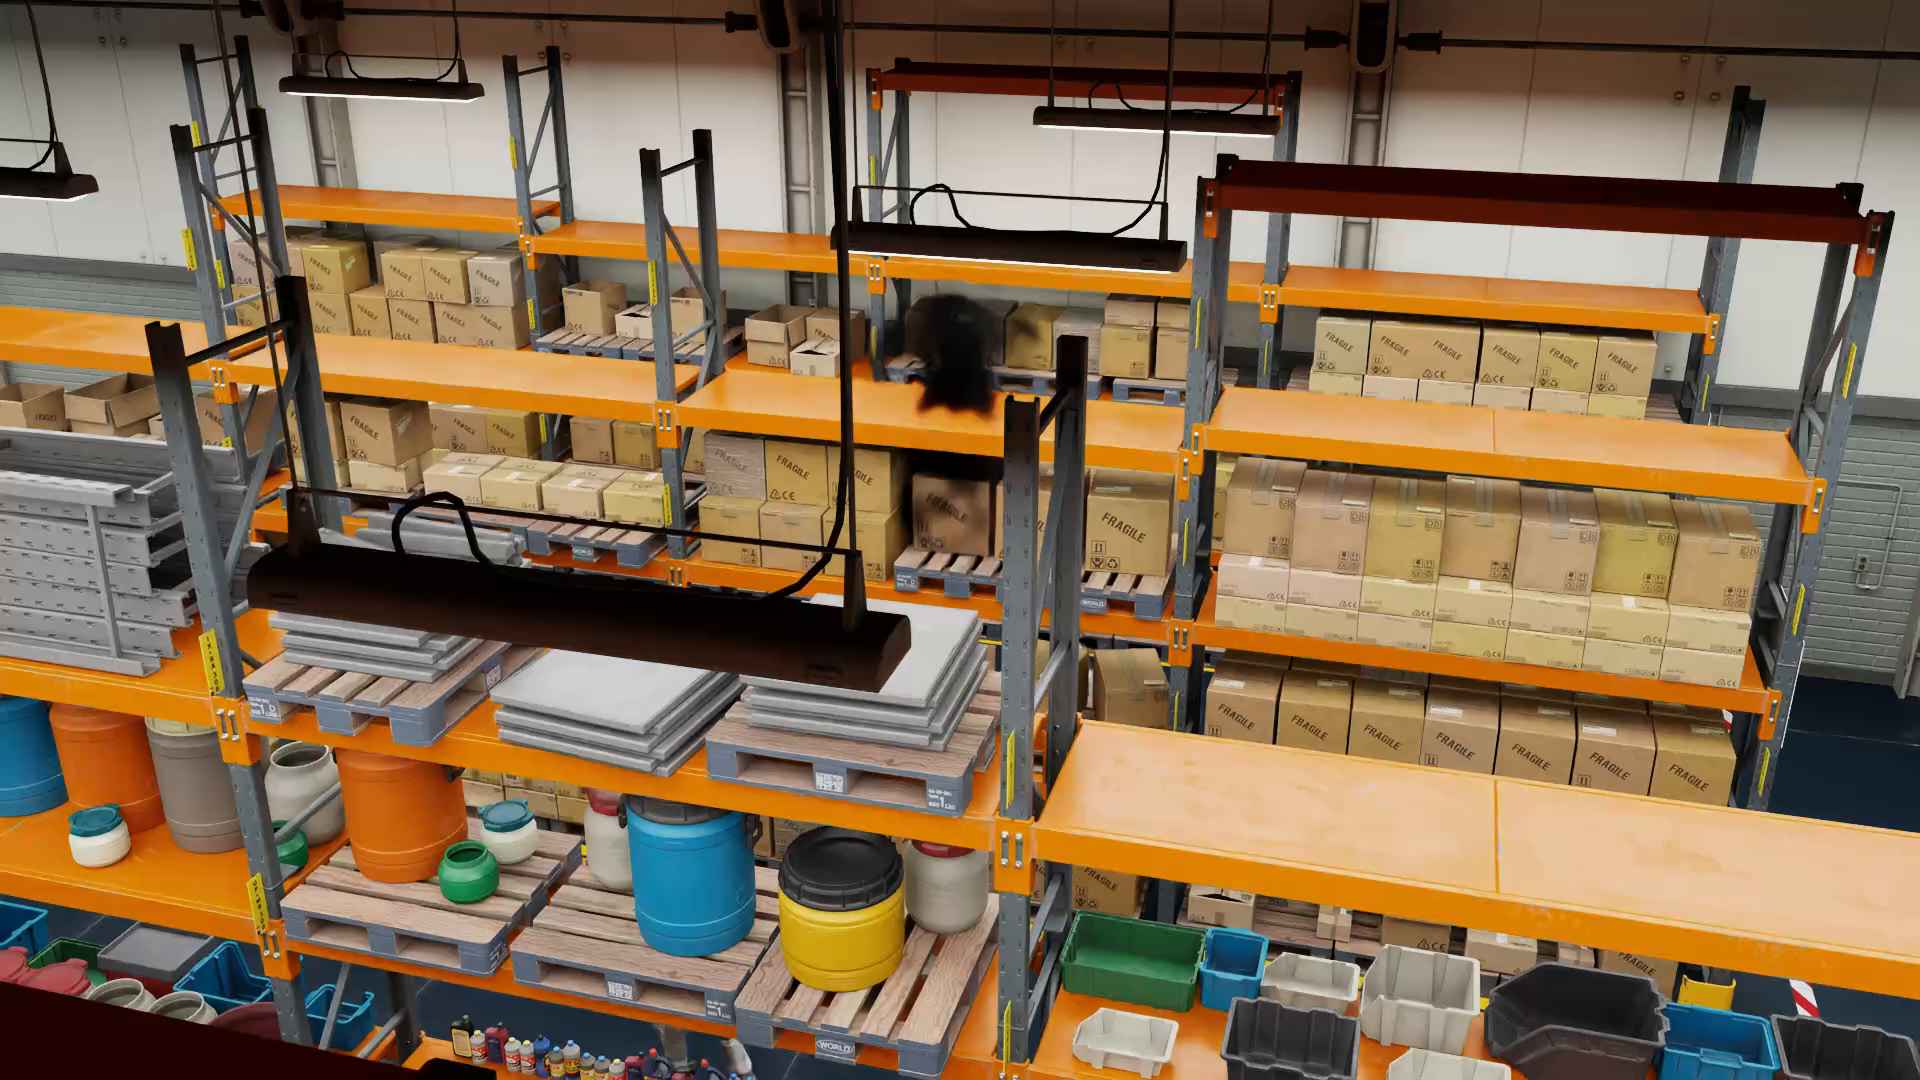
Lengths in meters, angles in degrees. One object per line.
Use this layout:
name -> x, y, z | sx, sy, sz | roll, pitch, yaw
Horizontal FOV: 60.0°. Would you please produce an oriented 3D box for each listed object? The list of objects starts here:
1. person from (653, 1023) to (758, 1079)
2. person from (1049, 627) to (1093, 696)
person -> -1.772, 3.024, 11.206 | 0.735, 1.779, 0.770 | -19, 29, -38
person -> 1.029, 1.397, 15.367 | 0.743, 1.580, 0.607 | 2, 23, 5
